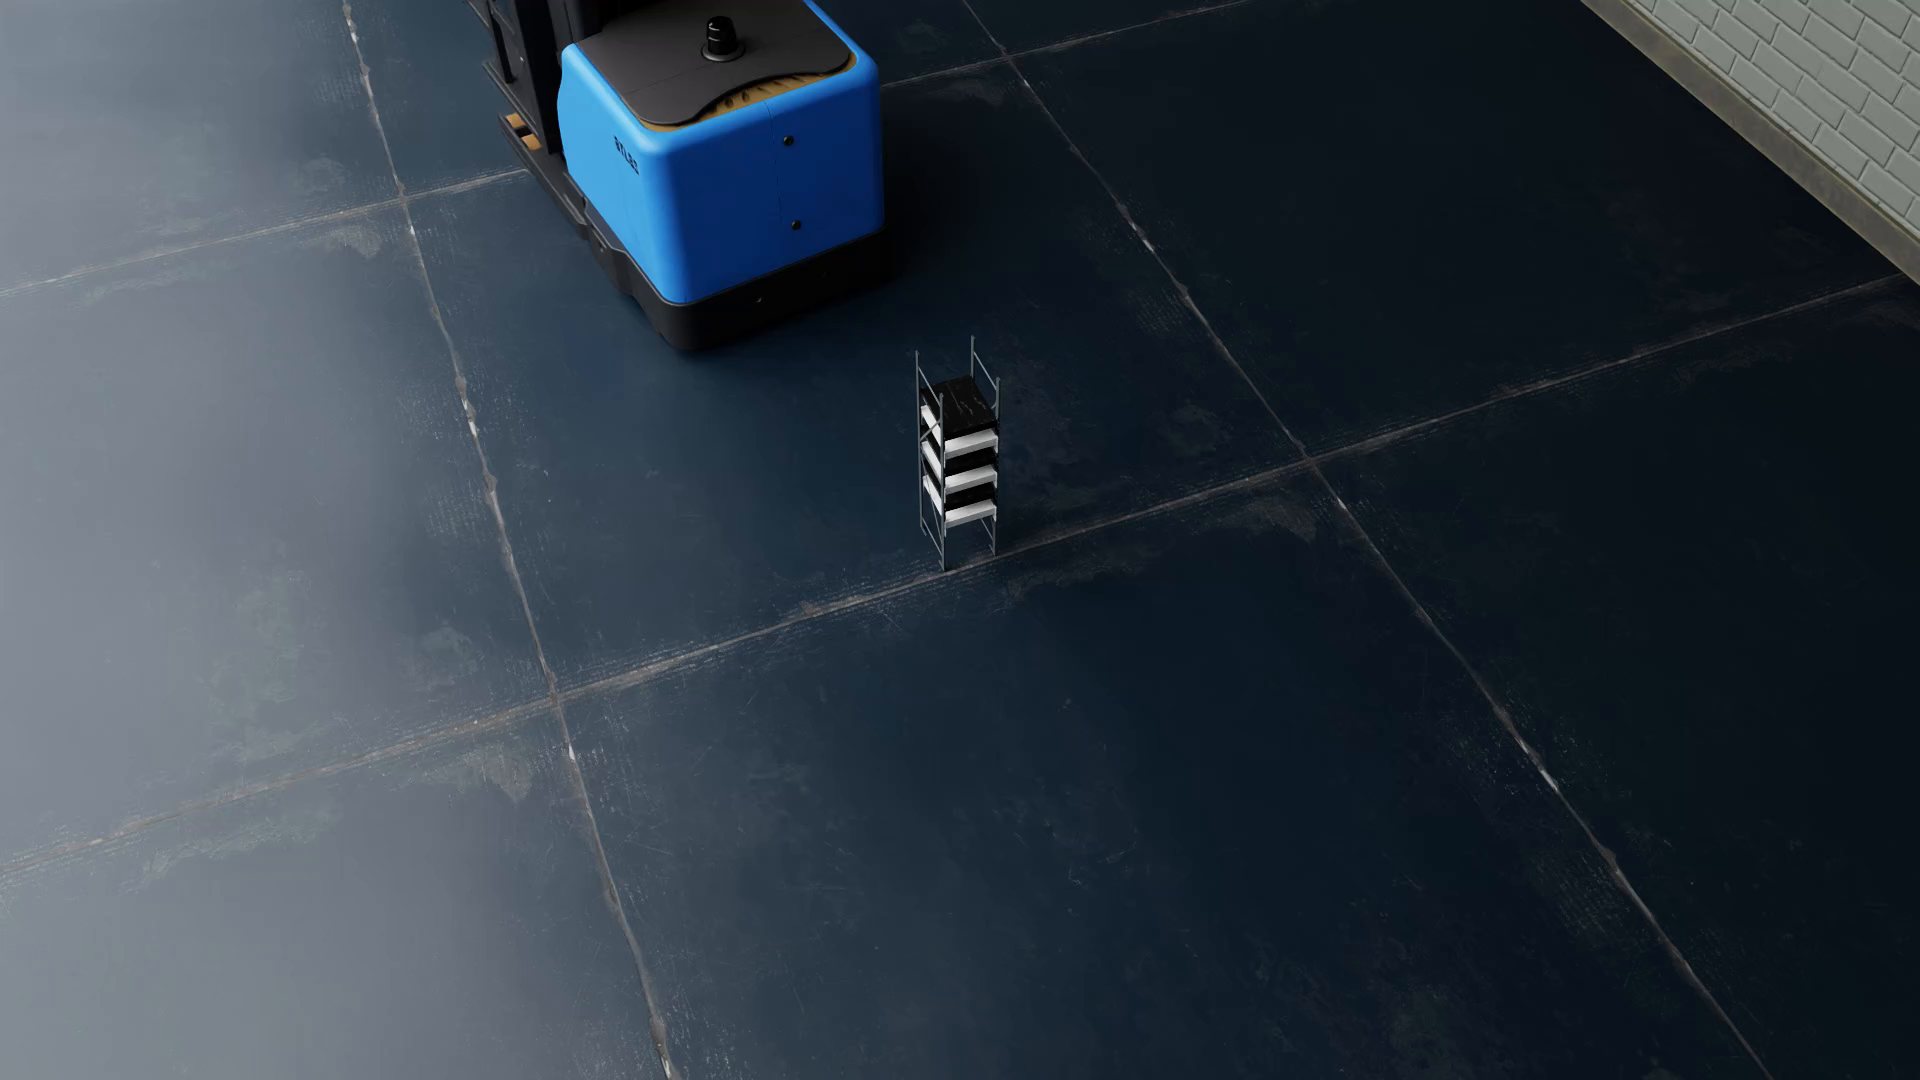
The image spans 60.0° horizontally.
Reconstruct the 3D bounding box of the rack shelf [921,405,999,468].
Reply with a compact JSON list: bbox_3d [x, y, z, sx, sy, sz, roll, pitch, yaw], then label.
[{"bbox_3d":[-0.008,-0.386,5.795,0.200,0.077,0.258,-17,52,-14],"label":"rack shelf"}]

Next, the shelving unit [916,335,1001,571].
[{"bbox_3d":[-0.008,-0.291,5.907,0.210,0.900,0.258,-17,52,-14],"label":"shelving unit"}]

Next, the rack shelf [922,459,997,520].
[{"bbox_3d":[-0.008,-0.211,6.000,0.200,0.077,0.258,-17,52,-14],"label":"rack shelf"}]

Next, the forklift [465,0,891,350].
[{"bbox_3d":[-1.501,-2.842,6.759,1.130,2.935,3.031,-25,54,-20],"label":"forklift"}]

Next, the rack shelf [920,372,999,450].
[{"bbox_3d":[-0.008,-0.445,5.727,0.200,0.077,0.258,-17,52,-14],"label":"rack shelf"}]

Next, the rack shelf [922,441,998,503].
[{"bbox_3d":[-0.008,-0.269,5.932,0.200,0.077,0.258,-17,52,-14],"label":"rack shelf"}]

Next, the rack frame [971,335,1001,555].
[{"bbox_3d":[0.087,-0.320,5.932,0.006,0.900,0.240,-17,52,-14],"label":"rack frame"}]

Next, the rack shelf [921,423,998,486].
[{"bbox_3d":[-0.008,-0.328,5.864,0.200,0.077,0.258,-17,52,-14],"label":"rack shelf"}]

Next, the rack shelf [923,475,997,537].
[{"bbox_3d":[-0.008,-0.152,6.068,0.200,0.077,0.258,-17,52,-14],"label":"rack shelf"}]

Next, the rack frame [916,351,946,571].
[{"bbox_3d":[-0.102,-0.262,5.882,0.006,0.900,0.240,-17,52,-14],"label":"rack frame"}]
